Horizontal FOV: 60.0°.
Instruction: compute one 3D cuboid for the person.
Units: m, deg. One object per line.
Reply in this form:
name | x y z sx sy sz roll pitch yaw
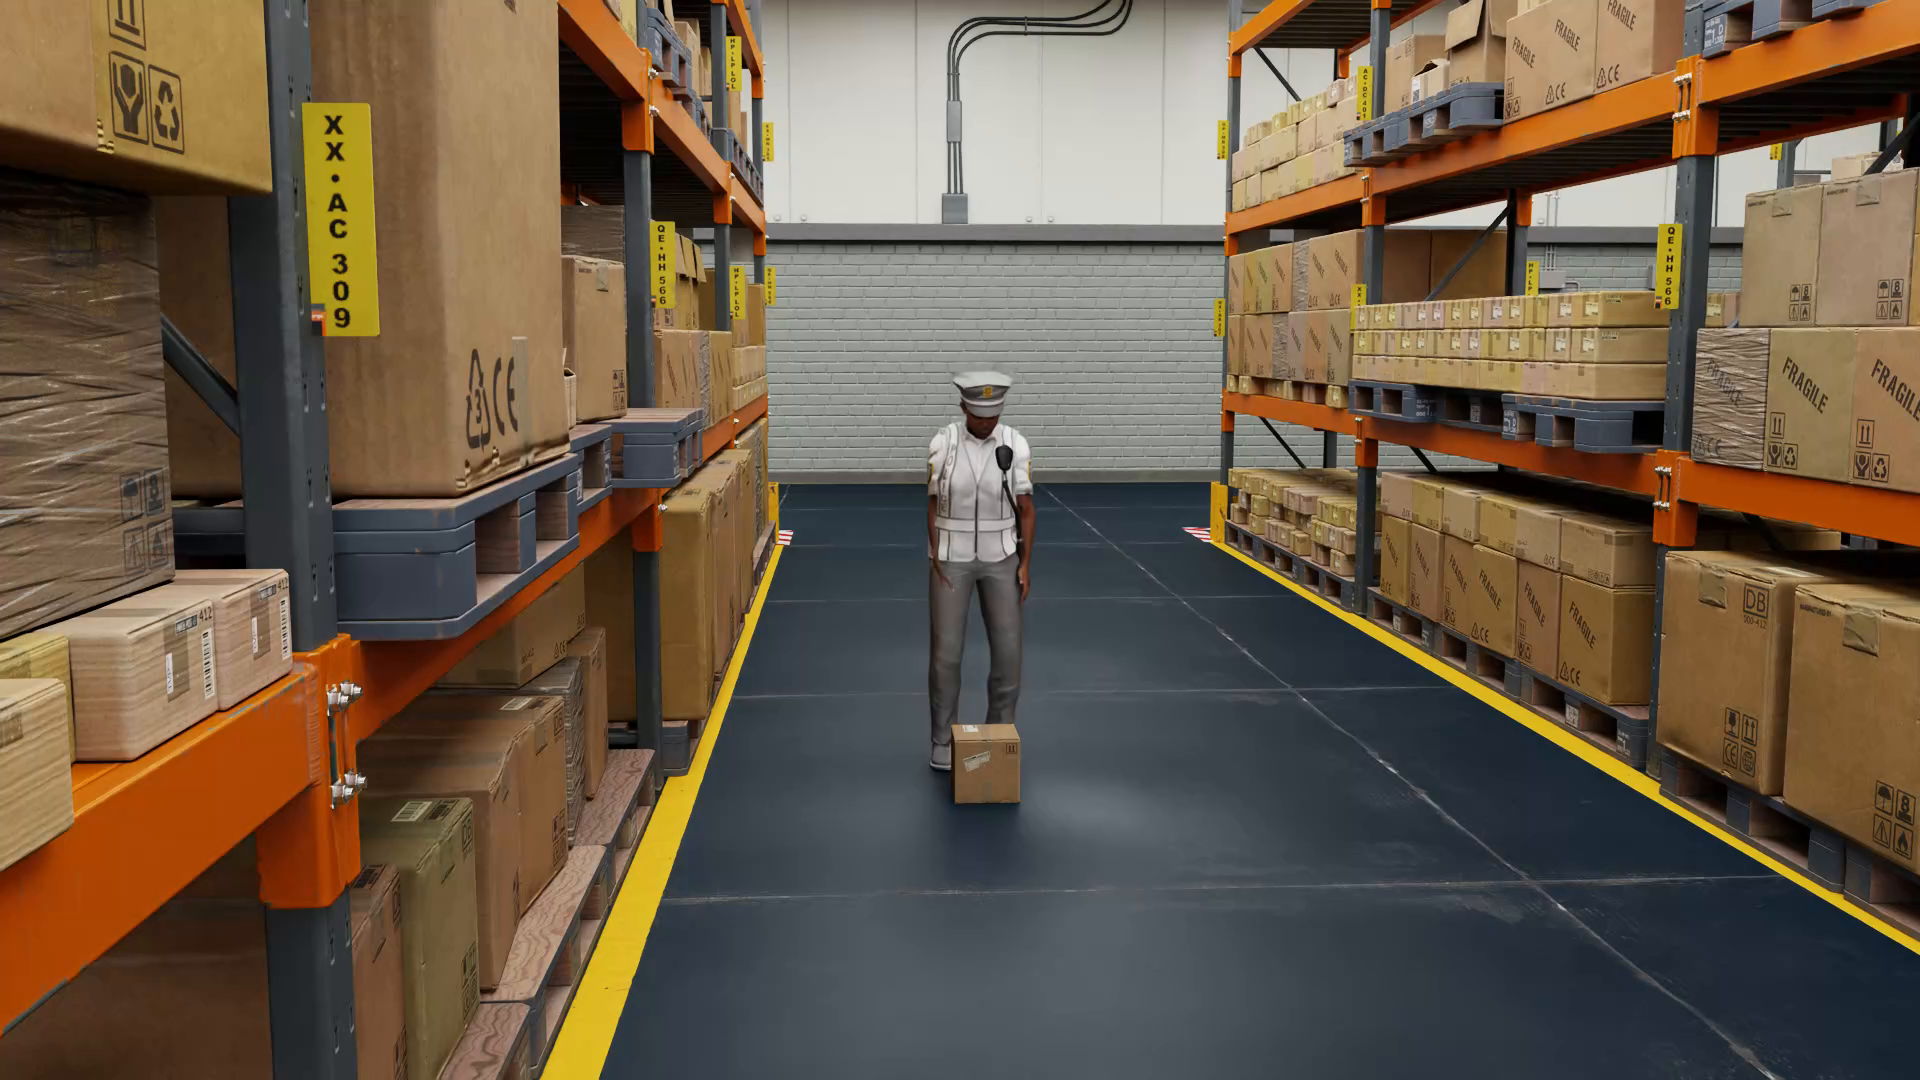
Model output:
person | 0.088 0.126 6.861 0.448 1.641 0.394 0 7 -2
